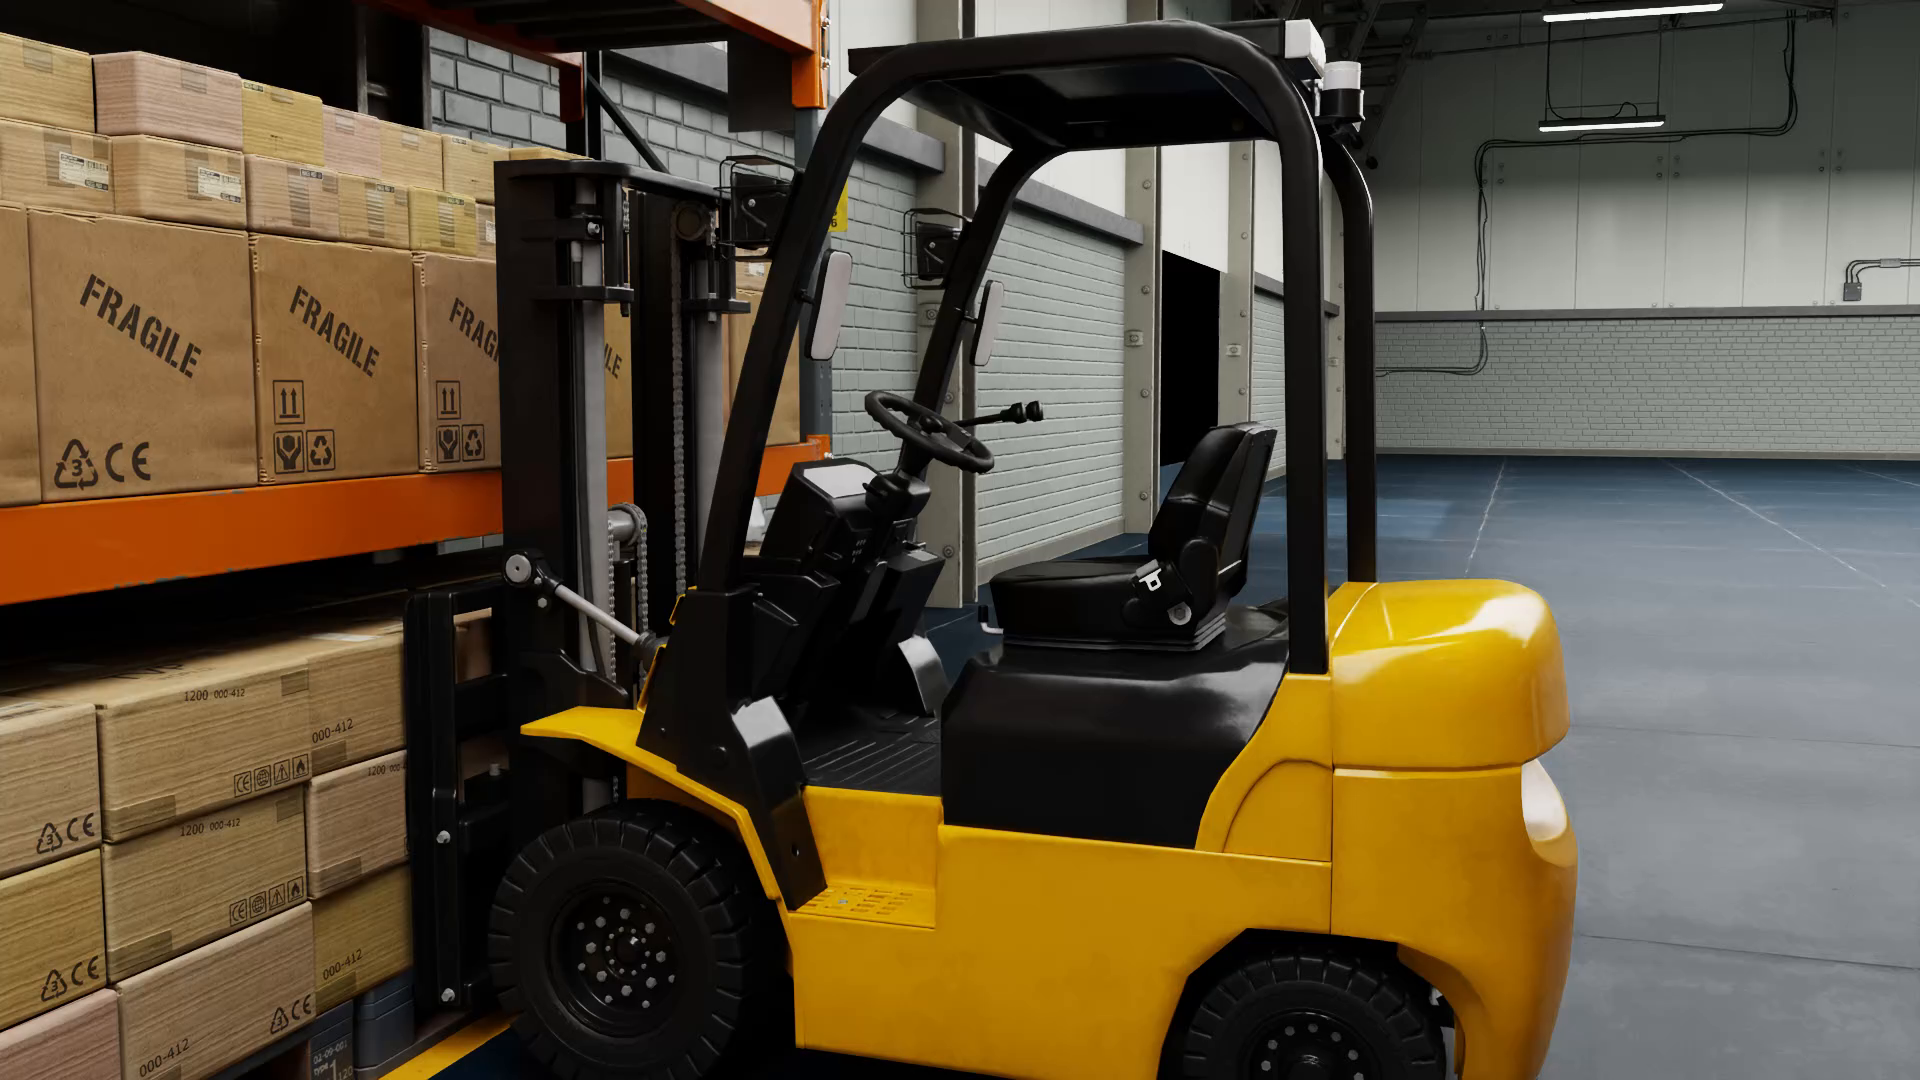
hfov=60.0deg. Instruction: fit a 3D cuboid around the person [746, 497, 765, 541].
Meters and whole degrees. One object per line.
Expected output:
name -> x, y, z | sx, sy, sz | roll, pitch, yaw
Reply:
person -> -1.026, 0.007, 7.225 | 0.327, 1.661, 0.473 | 1, 5, 8
